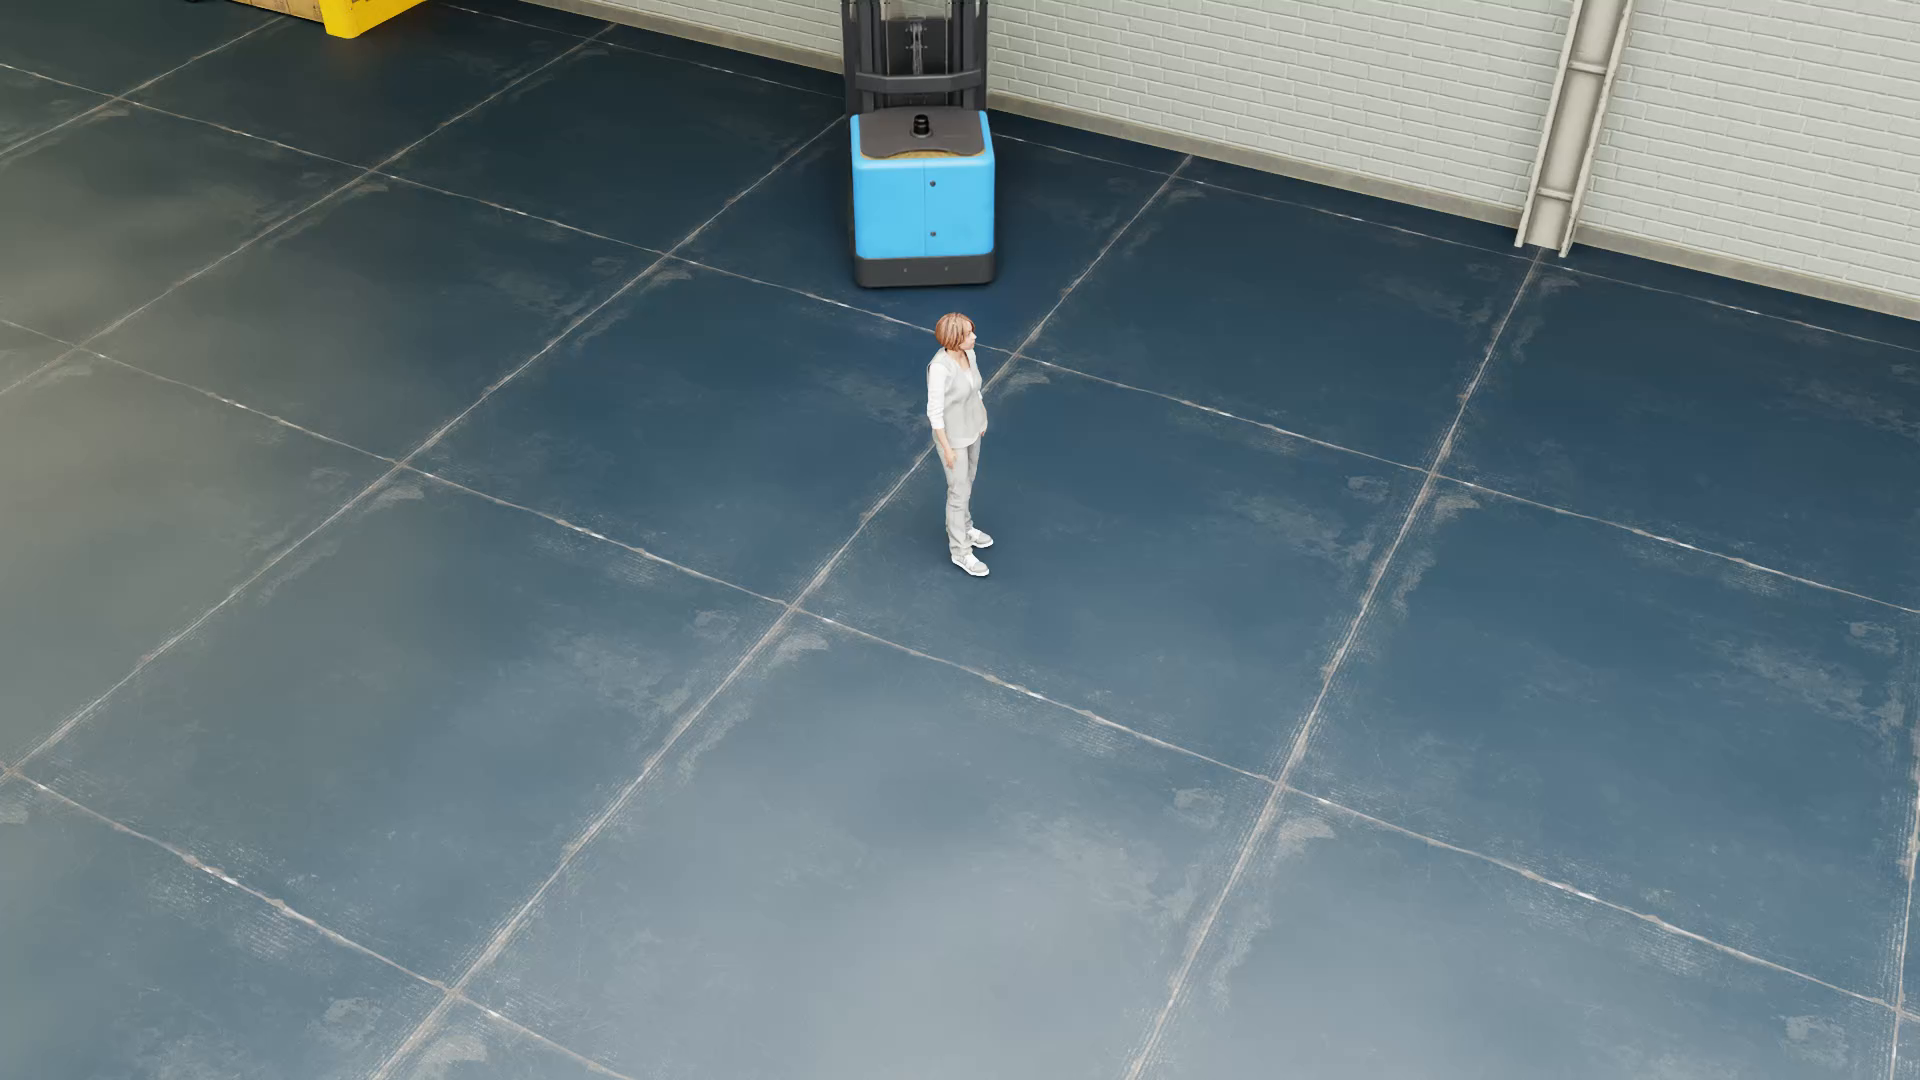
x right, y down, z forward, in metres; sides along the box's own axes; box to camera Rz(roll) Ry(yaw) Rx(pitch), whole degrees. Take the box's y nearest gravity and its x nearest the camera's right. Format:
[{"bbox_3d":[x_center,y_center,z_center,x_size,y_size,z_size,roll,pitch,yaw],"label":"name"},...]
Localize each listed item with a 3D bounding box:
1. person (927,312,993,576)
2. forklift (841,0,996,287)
[{"bbox_3d":[0.060,-0.586,9.707,0.473,1.599,0.521,18,43,21],"label":"person"},{"bbox_3d":[-0.356,-3.941,12.666,1.130,2.935,3.031,-3,40,-3],"label":"forklift"}]
